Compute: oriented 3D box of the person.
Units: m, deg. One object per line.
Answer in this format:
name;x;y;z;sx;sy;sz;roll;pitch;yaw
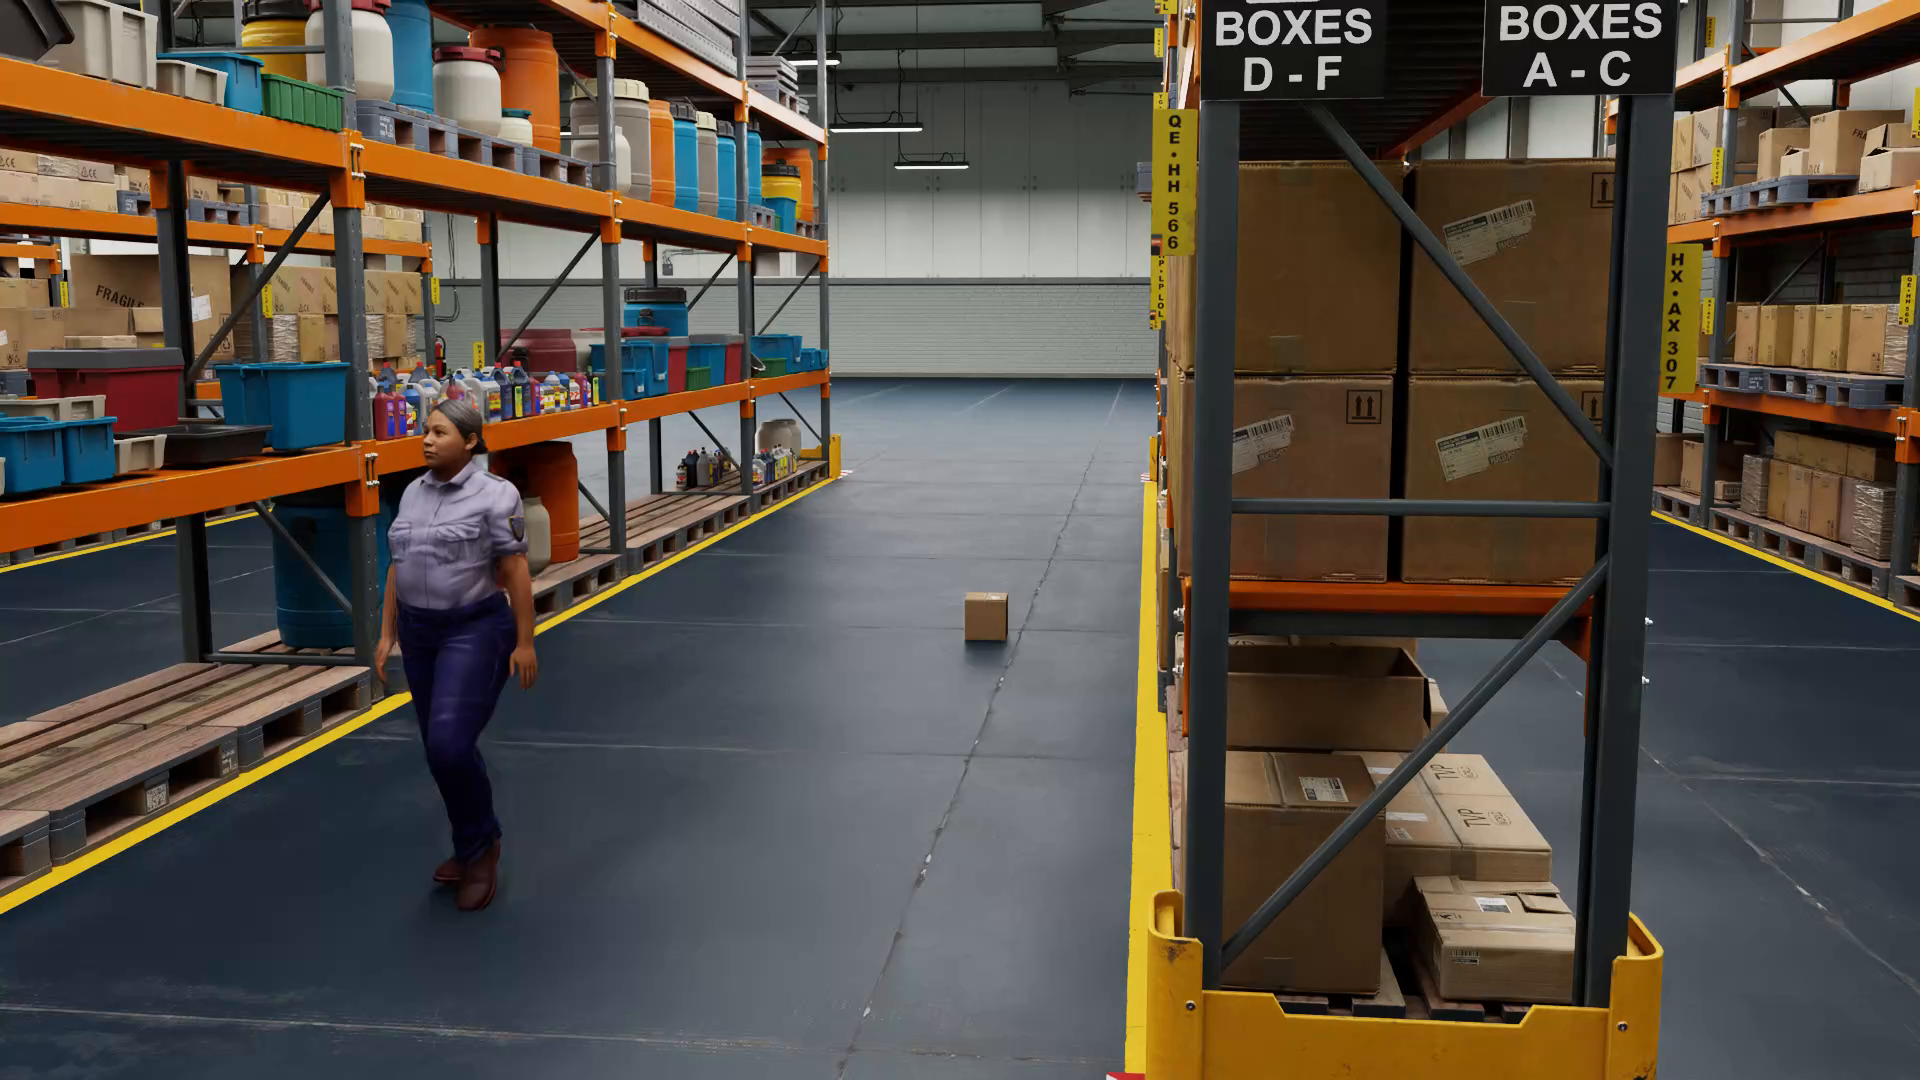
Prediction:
person;-1.708;0.384;5.529;0.520;1.696;0.480;4;9;25
